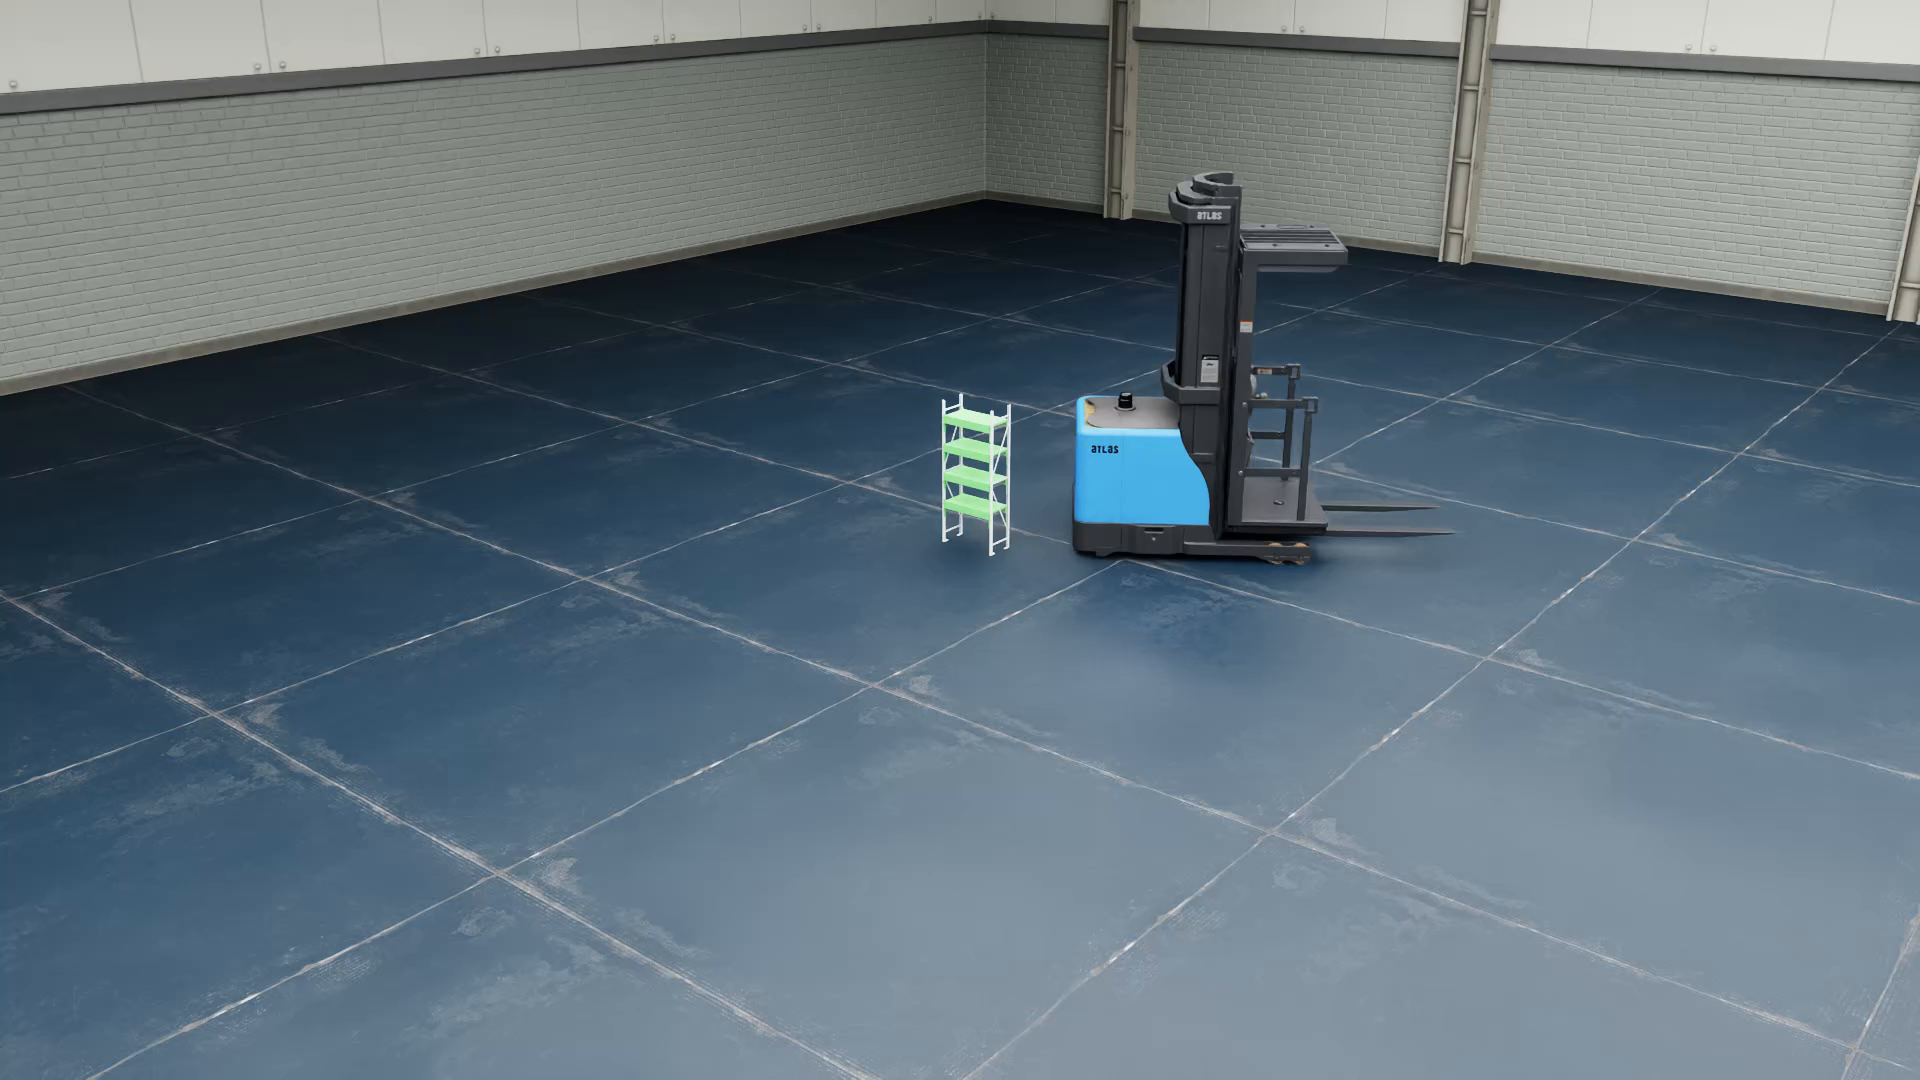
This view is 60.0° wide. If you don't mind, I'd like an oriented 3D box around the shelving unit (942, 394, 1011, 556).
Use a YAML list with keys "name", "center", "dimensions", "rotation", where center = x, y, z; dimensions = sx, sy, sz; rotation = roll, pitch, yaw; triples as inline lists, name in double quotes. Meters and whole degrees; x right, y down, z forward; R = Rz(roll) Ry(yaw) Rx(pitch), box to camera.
- name: "shelving unit"
  center: [0.128, -0.524, 13.359]
  dimensions: [0.503, 1.200, 0.258]
  rotation: [16, 26, 36]

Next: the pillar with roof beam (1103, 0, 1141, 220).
- name: "pillar with roof beam"
  center: [-0.047, -8.494, 23.439]
  dimensions: [0.400, 9.000, 9.100]
  rotation: [16, 26, 36]

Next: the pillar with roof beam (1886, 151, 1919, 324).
- name: "pillar with roof beam"
  center: [9.250, -5.817, 16.340]
  dimensions: [0.400, 9.000, 9.100]
  rotation: [16, 26, 36]

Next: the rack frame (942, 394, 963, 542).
- name: "rack frame"
  center: [-0.061, -0.579, 13.503]
  dimensions: [0.015, 1.200, 0.240]
  rotation: [16, 26, 36]

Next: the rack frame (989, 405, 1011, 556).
- name: "rack frame"
  center: [0.317, -0.470, 13.214]
  dimensions: [0.015, 1.200, 0.240]
  rotation: [16, 26, 36]

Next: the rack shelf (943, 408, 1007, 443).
- name: "rack shelf"
  center: [0.128, -0.914, 13.212]
  dimensions: [0.480, 0.148, 0.258]
  rotation: [16, 26, 36]

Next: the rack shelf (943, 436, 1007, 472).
- name: "rack shelf"
  center: [0.128, -0.689, 13.296]
  dimensions: [0.480, 0.148, 0.258]
  rotation: [16, 26, 36]

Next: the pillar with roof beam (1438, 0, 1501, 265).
- name: "pillar with roof beam"
  center: [4.602, -7.155, 19.889]
  dimensions: [0.400, 9.000, 9.100]
  rotation: [16, 26, 36]

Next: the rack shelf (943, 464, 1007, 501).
- name: "rack shelf"
  center: [0.128, -0.465, 13.381]
  dimensions: [0.480, 0.148, 0.258]
  rotation: [16, 26, 36]

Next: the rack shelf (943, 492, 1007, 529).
- name: "rack shelf"
  center: [0.128, -0.240, 13.466]
  dimensions: [0.480, 0.148, 0.258]
  rotation: [16, 26, 36]

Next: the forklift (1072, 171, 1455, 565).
- name: "forklift"
  center: [2.440, -1.371, 13.149]
  dimensions: [3.031, 2.935, 1.130]
  rotation: [1, 21, 3]
